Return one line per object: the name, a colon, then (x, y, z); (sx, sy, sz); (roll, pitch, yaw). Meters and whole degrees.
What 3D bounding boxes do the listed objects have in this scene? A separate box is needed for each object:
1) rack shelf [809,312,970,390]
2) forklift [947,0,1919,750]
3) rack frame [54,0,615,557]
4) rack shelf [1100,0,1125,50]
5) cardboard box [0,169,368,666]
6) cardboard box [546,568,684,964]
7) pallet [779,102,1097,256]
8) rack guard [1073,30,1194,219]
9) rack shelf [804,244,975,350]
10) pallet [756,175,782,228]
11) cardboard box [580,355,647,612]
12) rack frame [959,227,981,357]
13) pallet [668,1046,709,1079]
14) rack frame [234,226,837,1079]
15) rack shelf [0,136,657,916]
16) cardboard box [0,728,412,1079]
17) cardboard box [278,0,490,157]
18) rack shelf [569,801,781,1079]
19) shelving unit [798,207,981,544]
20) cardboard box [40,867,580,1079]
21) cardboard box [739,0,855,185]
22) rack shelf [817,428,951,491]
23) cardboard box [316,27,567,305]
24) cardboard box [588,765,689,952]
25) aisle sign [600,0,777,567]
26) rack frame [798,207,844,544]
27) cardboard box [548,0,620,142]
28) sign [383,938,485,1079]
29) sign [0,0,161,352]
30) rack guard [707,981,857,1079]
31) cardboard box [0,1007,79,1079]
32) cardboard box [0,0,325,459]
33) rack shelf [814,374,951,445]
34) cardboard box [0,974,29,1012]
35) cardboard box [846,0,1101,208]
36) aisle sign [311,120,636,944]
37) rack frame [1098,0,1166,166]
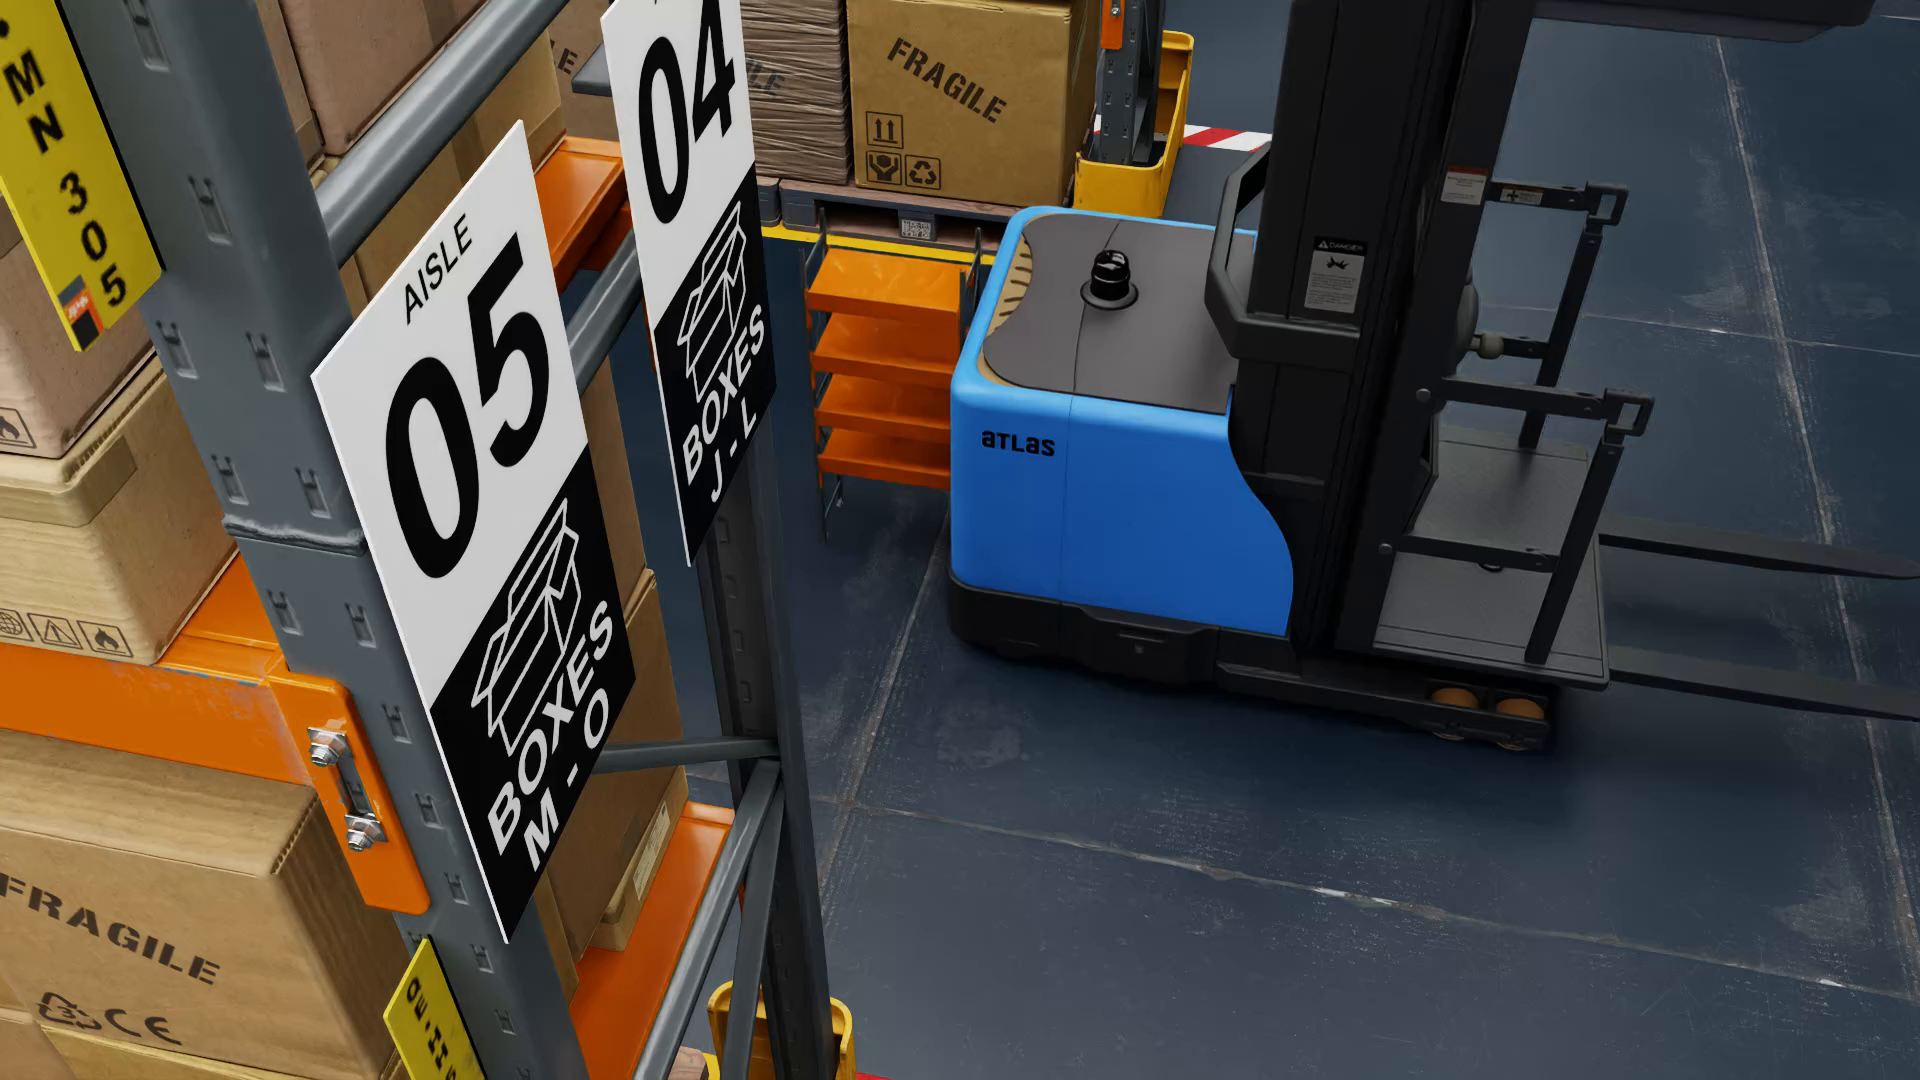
rack shelf: (-0.207, -0.577, 5.258); (0.480, 0.148, 0.258); (9, 45, 9)
forklift: (1.531, -0.820, 4.488); (3.031, 2.935, 1.130); (9, 45, 9)
rack frame: (-0.459, -1.414, 0.730); (0.127, 3.000, 1.000); (9, 45, 9)
rack shelf: (-1.229, -2.637, 6.846); (4.000, 0.370, 1.077); (9, 45, 9)
cardboard box: (-0.961, -0.169, 1.708); (0.500, 0.250, 0.500); (8, 44, 8)
cardboard box: (-0.837, 0.349, 2.937); (0.500, 0.500, 0.500); (11, 45, 11)
pallet: (-0.075, -1.657, 7.320); (1.213, 0.211, 1.003); (9, 45, 9)
rack guard: (0.746, -1.690, 7.145); (0.348, 0.500, 1.175); (9, 45, 9)
rack shelf: (-0.207, -0.747, 5.094); (0.480, 0.148, 0.258); (9, 45, 9)
pallet: (-1.262, -1.843, 7.513); (1.213, 0.211, 1.003); (9, 45, 9)
cardboard box: (-0.839, -0.004, 2.583); (0.500, 0.500, 0.500); (9, 45, 9)
rack frame: (0.031, -0.427, 5.329); (0.015, 1.200, 0.240); (9, 45, 9)
pallet: (-1.318, 1.594, 3.942); (1.213, 0.211, 1.003); (9, 45, 9)
rack frame: (-0.459, 0.748, 2.810); (0.127, 3.000, 1.000); (9, 45, 9)
rack shelf: (-2.411, -0.377, 2.334); (4.000, 0.370, 1.077); (9, 45, 9)
cardboard box: (-0.960, 0.343, 2.223); (0.500, 0.500, 0.500); (8, 44, 8)
cardboard box: (-0.840, -0.703, 1.902); (0.500, 0.250, 0.500); (9, 45, 10)
rack shelf: (-2.411, 0.704, 3.374); (4.000, 0.370, 1.077); (9, 45, 9)
shelving unit: (-0.207, -0.464, 5.367); (0.503, 1.200, 0.258); (9, 45, 9)
cardboard box: (-0.954, 0.710, 2.562); (0.500, 0.500, 0.500); (10, 45, 10)
cardboard box: (-0.807, -2.160, 7.061); (0.875, 0.875, 0.875); (9, 45, 9)
rack shelf: (-0.207, -0.272, 5.551); (0.480, 0.148, 0.258); (9, 45, 9)
cardboard box: (-0.841, -0.520, 2.072); (0.500, 0.250, 0.500); (10, 45, 11)
cardboard box: (-0.704, 0.567, 3.179); (0.250, 0.149, 0.380); (8, 45, 9)
aisle sign: (-0.322, -0.381, 2.108); (0.004, 0.787, 0.394); (9, 45, 9)
rack frame: (-0.445, -0.501, 5.405); (0.015, 1.200, 0.240); (9, 45, 9)
cardboard box: (-1.676, -2.295, 7.201); (0.875, 0.875, 0.875); (9, 45, 9)
sign: (-0.600, 0.589, 1.912); (0.005, 0.325, 0.100); (9, 45, 9)
sign: (-0.600, -0.280, 1.076); (0.005, 0.325, 0.100); (9, 45, 9)
rack guard: (-0.533, 1.637, 3.689); (0.348, 0.500, 1.175); (9, 45, 9)
cardboard box: (-1.455, 0.629, 2.647); (0.500, 0.500, 0.500); (8, 45, 8)
cardboard box: (-0.964, -0.357, 1.542); (0.500, 0.250, 0.500); (8, 44, 8)
rack shelf: (-0.207, -0.415, 5.413); (0.480, 0.148, 0.258); (9, 45, 9)
cardboard box: (-1.454, 0.266, 2.303); (0.500, 0.500, 0.500); (7, 44, 8)
cardboard box: (0.081, -2.022, 6.917); (0.875, 0.875, 0.875); (9, 45, 9)
aisle sign: (-0.453, 0.025, 1.686); (0.004, 0.787, 0.394); (9, 45, 9)
rack frame: (0.723, -2.594, 6.282); (0.127, 3.000, 1.000); (9, 45, 9)
